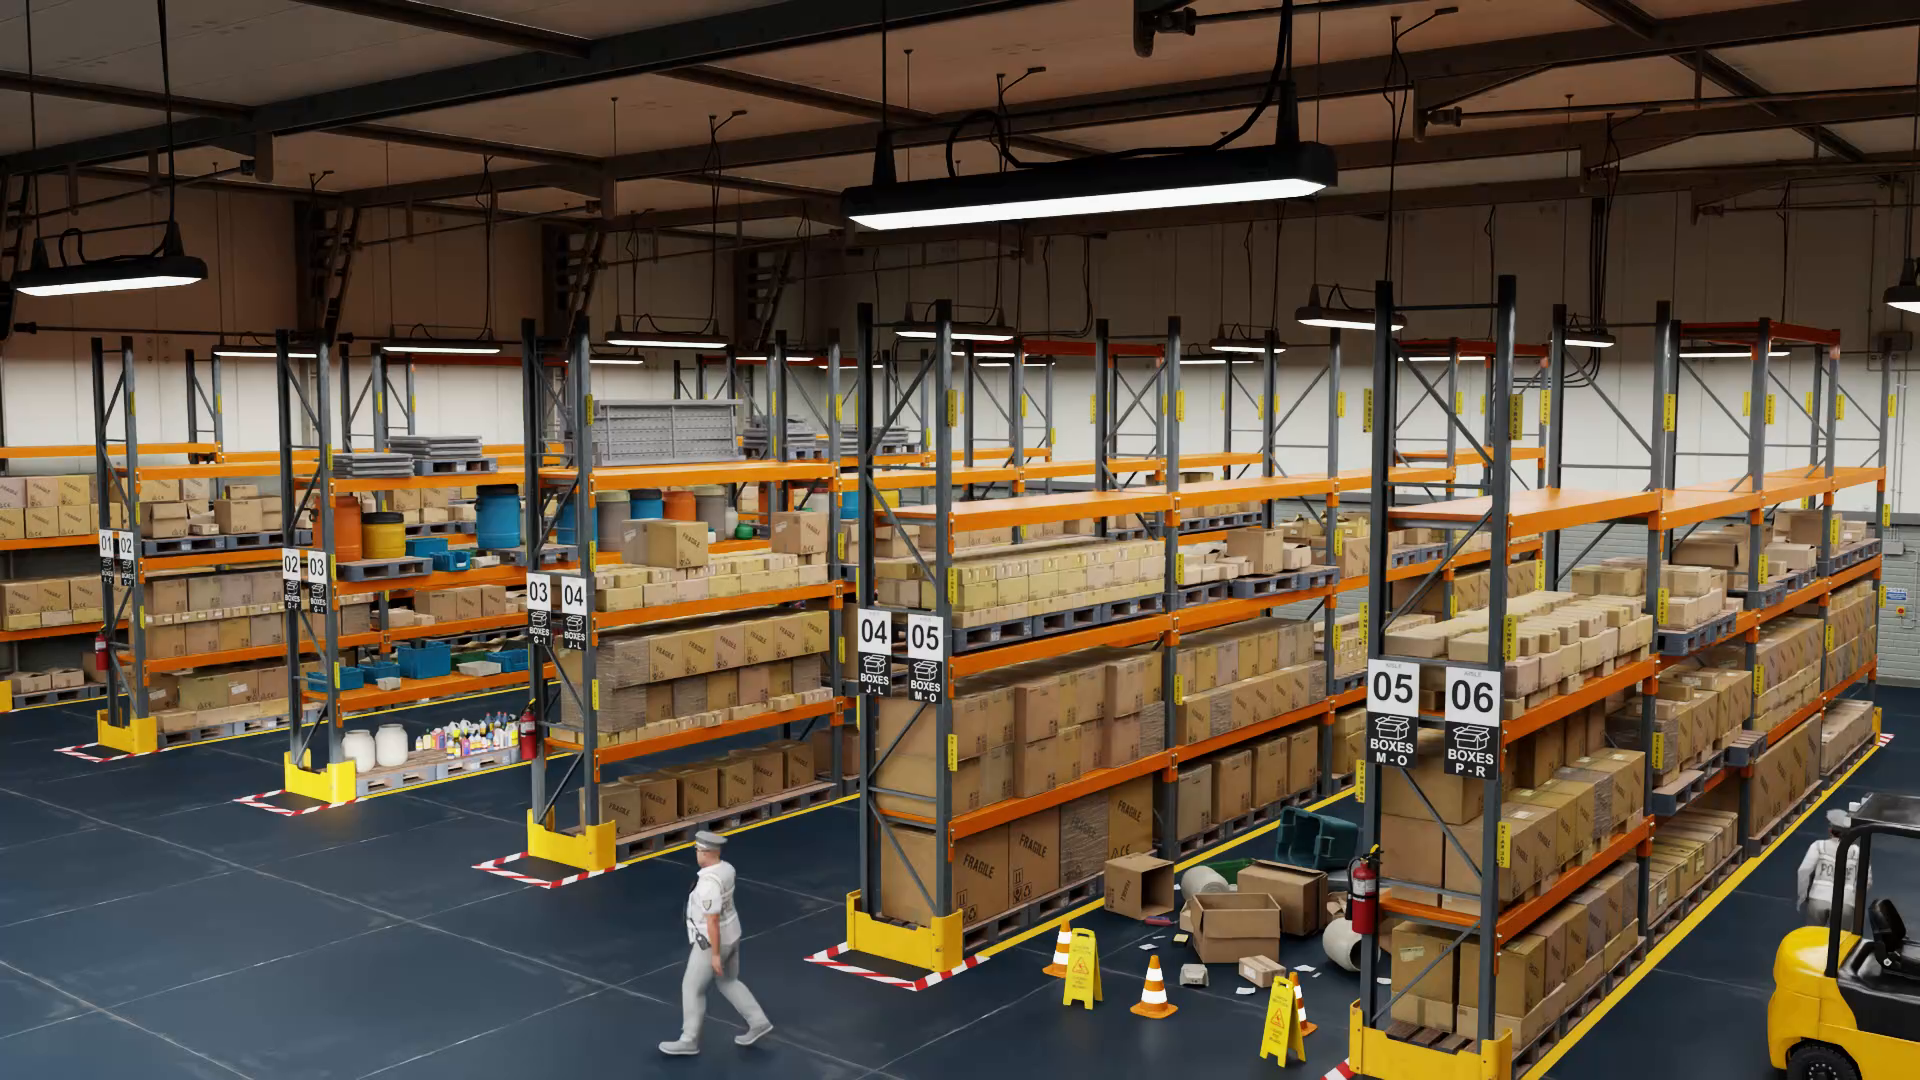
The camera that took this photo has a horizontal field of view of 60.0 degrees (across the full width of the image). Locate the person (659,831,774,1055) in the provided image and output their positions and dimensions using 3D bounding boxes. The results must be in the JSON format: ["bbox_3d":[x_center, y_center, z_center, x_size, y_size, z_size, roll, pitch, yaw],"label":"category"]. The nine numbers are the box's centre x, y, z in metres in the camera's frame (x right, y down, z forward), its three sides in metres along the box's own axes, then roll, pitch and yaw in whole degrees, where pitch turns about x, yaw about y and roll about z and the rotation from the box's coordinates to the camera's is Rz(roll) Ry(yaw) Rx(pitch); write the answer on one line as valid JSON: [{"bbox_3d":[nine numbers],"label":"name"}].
[{"bbox_3d":[-1.924,3.154,13.077,0.837,1.734,0.522,1,5,12],"label":"person"}]

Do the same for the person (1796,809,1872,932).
[{"bbox_3d":[7.521,3.138,14.333,0.535,1.581,0.706,4,6,39],"label":"person"}]

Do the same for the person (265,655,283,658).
[{"bbox_3d":[-12.310,1.746,29.868,0.543,1.670,0.510,-4,6,-39],"label":"person"}]
